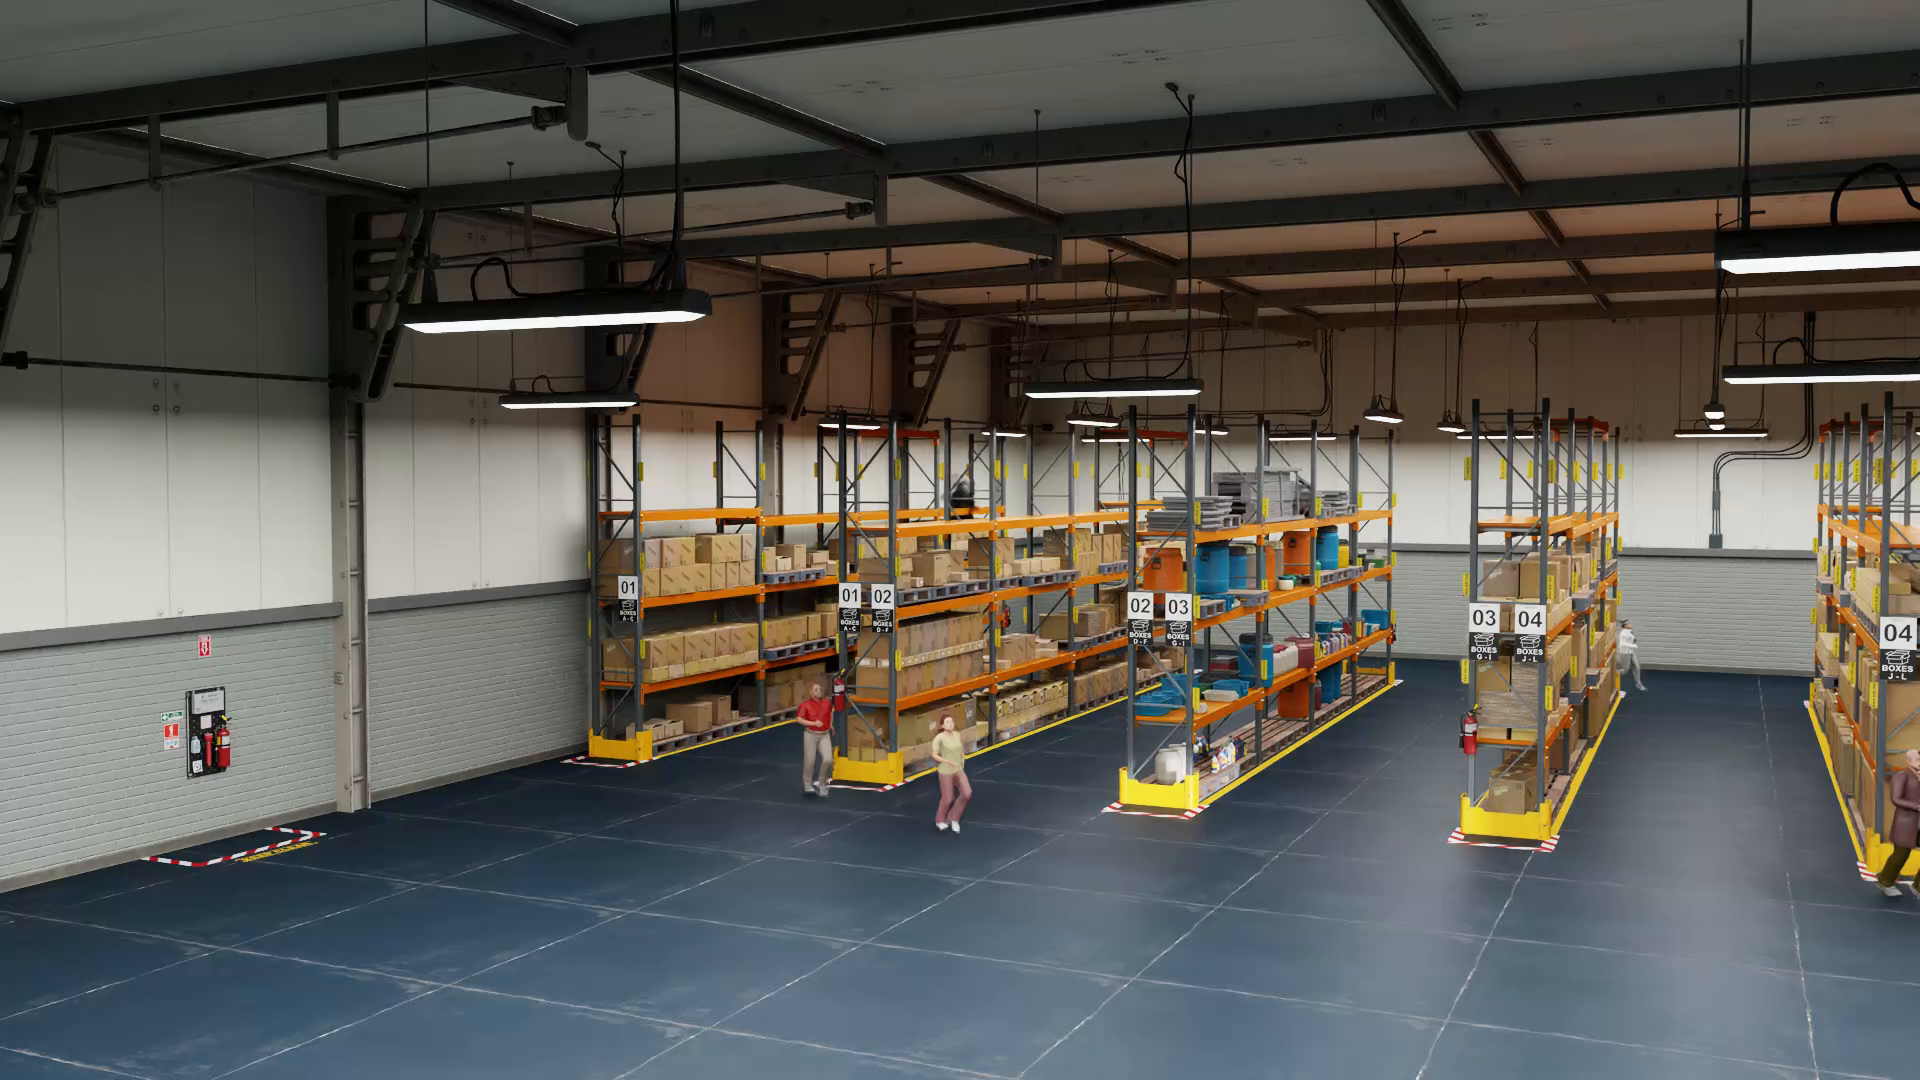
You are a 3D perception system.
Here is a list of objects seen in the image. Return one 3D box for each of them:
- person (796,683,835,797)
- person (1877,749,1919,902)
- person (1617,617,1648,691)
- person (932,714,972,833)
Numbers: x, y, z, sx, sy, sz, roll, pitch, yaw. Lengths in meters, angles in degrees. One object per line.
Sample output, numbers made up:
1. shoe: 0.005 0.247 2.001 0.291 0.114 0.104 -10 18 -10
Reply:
1. person: -2.201 3.093 25.681 0.671 1.762 0.692 -1 3 -23
2. person: 11.011 3.373 19.222 0.722 1.779 0.840 -1 2 -16
3. person: 15.258 2.610 38.043 0.858 1.679 0.641 2 3 36
4. person: -0.126 3.231 23.070 0.586 1.641 0.647 -1 3 -32
